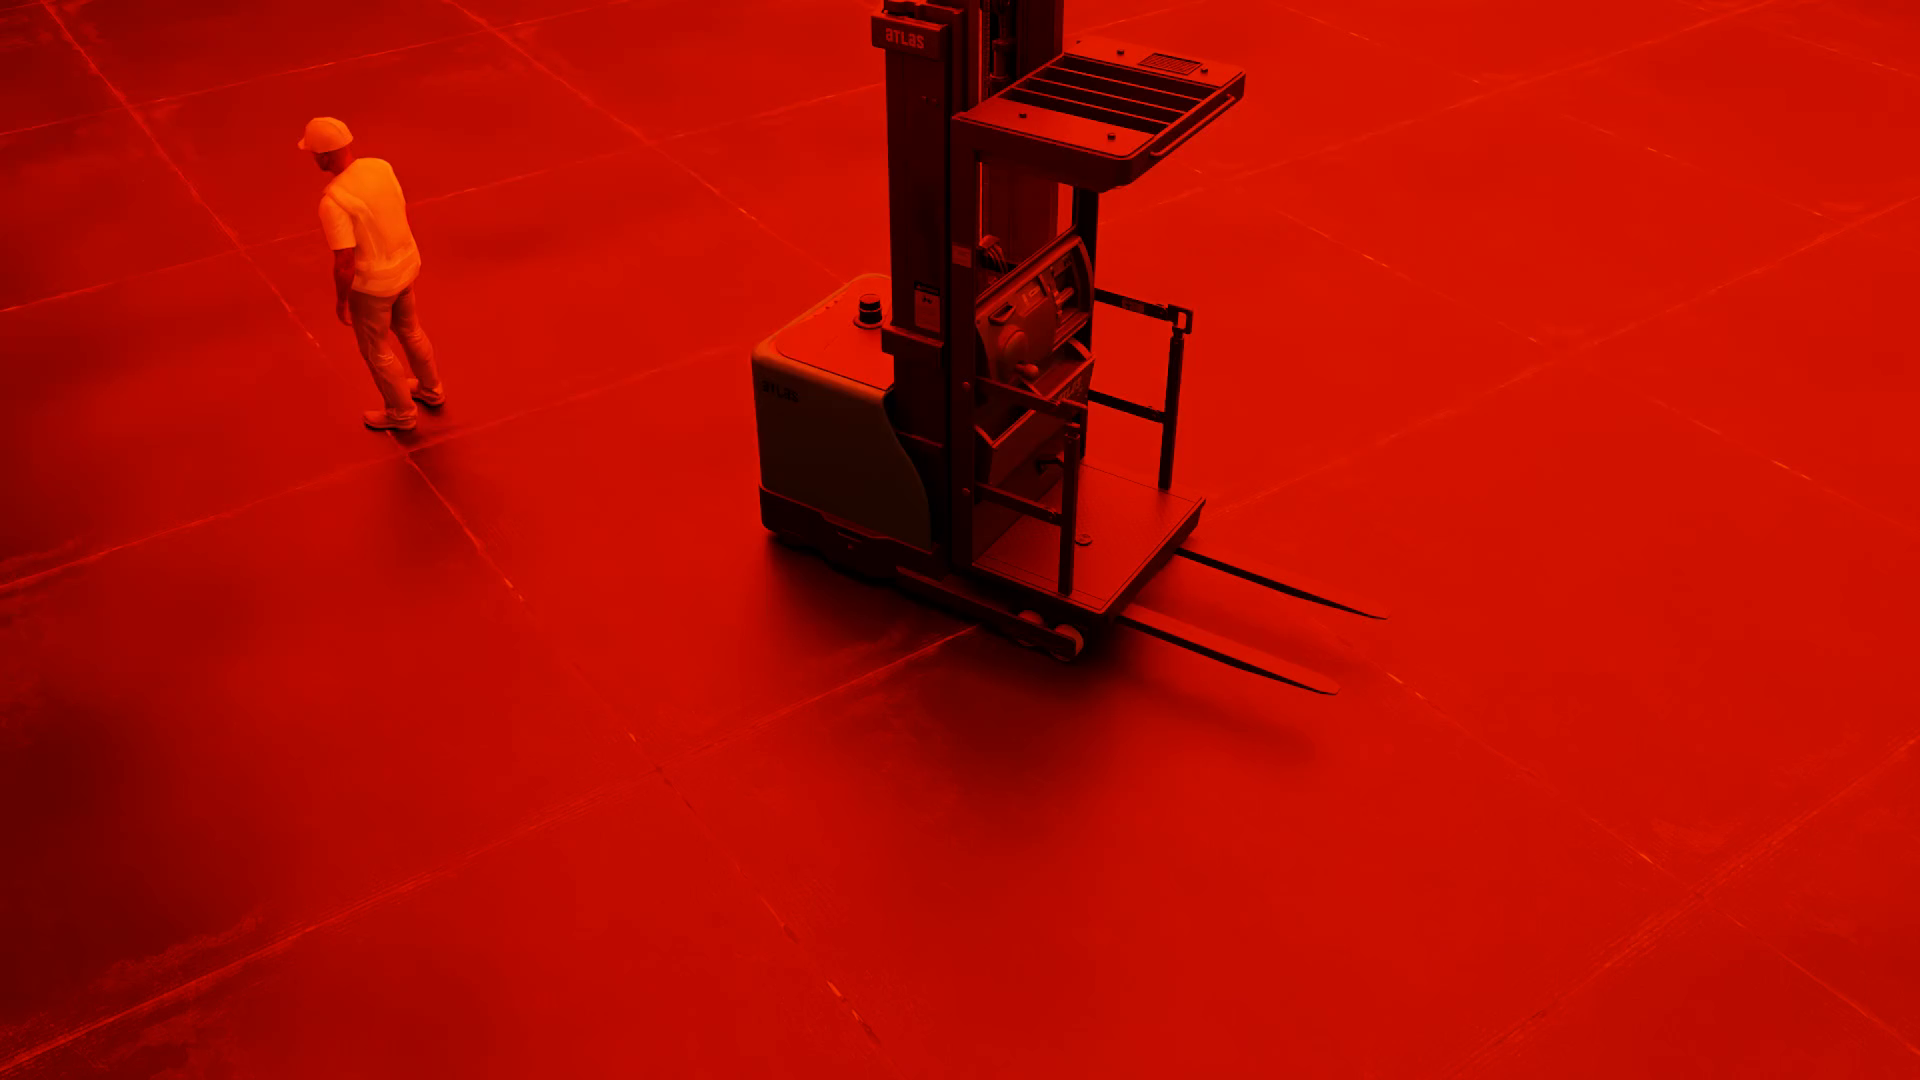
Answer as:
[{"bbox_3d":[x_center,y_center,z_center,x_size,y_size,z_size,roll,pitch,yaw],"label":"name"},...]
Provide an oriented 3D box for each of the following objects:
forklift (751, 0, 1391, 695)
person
[{"bbox_3d":[0.514,-0.985,7.276,3.031,2.935,1.130,21,41,26],"label":"forklift"},{"bbox_3d":[-3.117,-1.407,8.836,0.460,1.759,0.634,12,38,15],"label":"person"}]
